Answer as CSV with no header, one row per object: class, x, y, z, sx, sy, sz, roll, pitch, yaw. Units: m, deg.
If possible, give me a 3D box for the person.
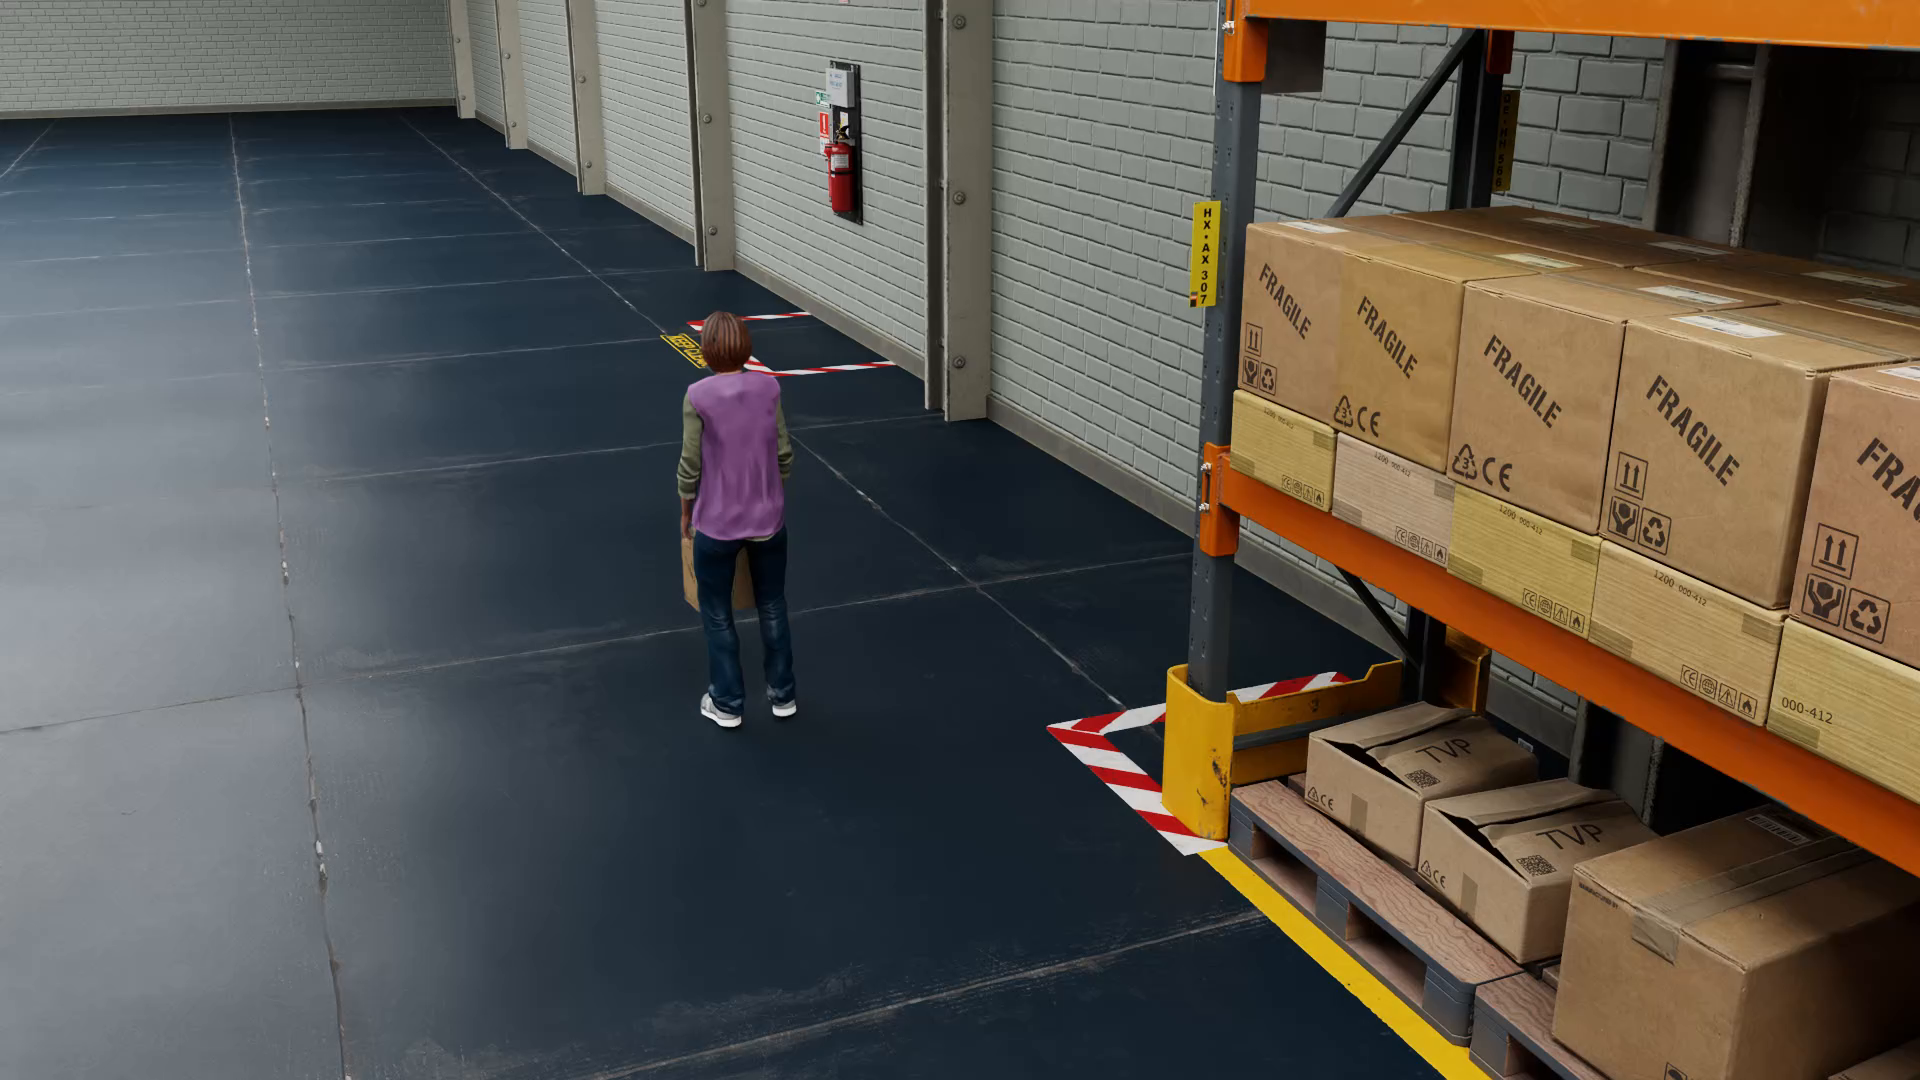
person,-0.835,-0.063,6.255,0.450,1.599,0.336,-9,21,-23
